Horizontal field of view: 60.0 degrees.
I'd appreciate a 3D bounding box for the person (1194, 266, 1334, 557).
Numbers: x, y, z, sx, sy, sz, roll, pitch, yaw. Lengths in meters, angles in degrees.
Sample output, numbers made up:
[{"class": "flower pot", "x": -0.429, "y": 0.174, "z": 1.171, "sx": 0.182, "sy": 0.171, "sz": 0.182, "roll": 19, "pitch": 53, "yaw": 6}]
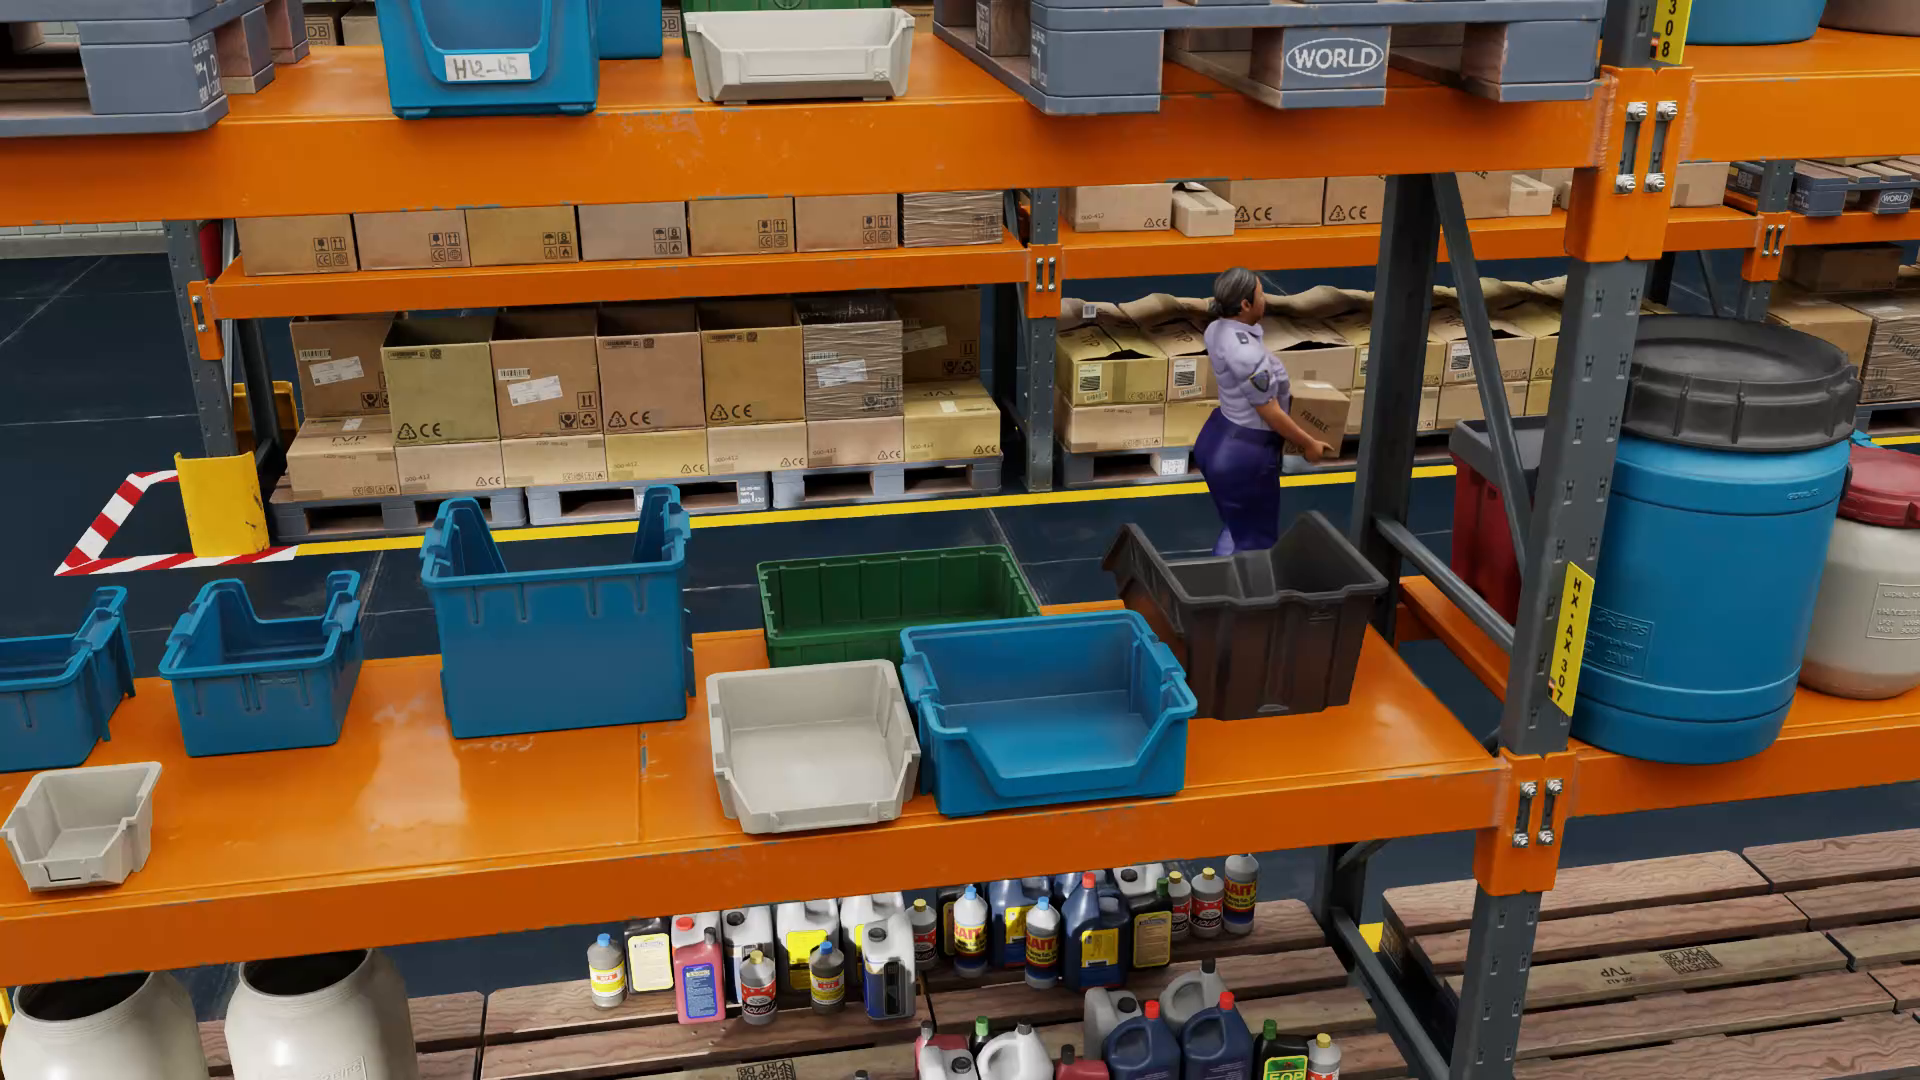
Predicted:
[{"class": "person", "x": 1.244, "y": -0.334, "z": 6.900, "sx": 0.524, "sy": 1.636, "sz": 0.453, "roll": -4, "pitch": 24, "yaw": -9}]
